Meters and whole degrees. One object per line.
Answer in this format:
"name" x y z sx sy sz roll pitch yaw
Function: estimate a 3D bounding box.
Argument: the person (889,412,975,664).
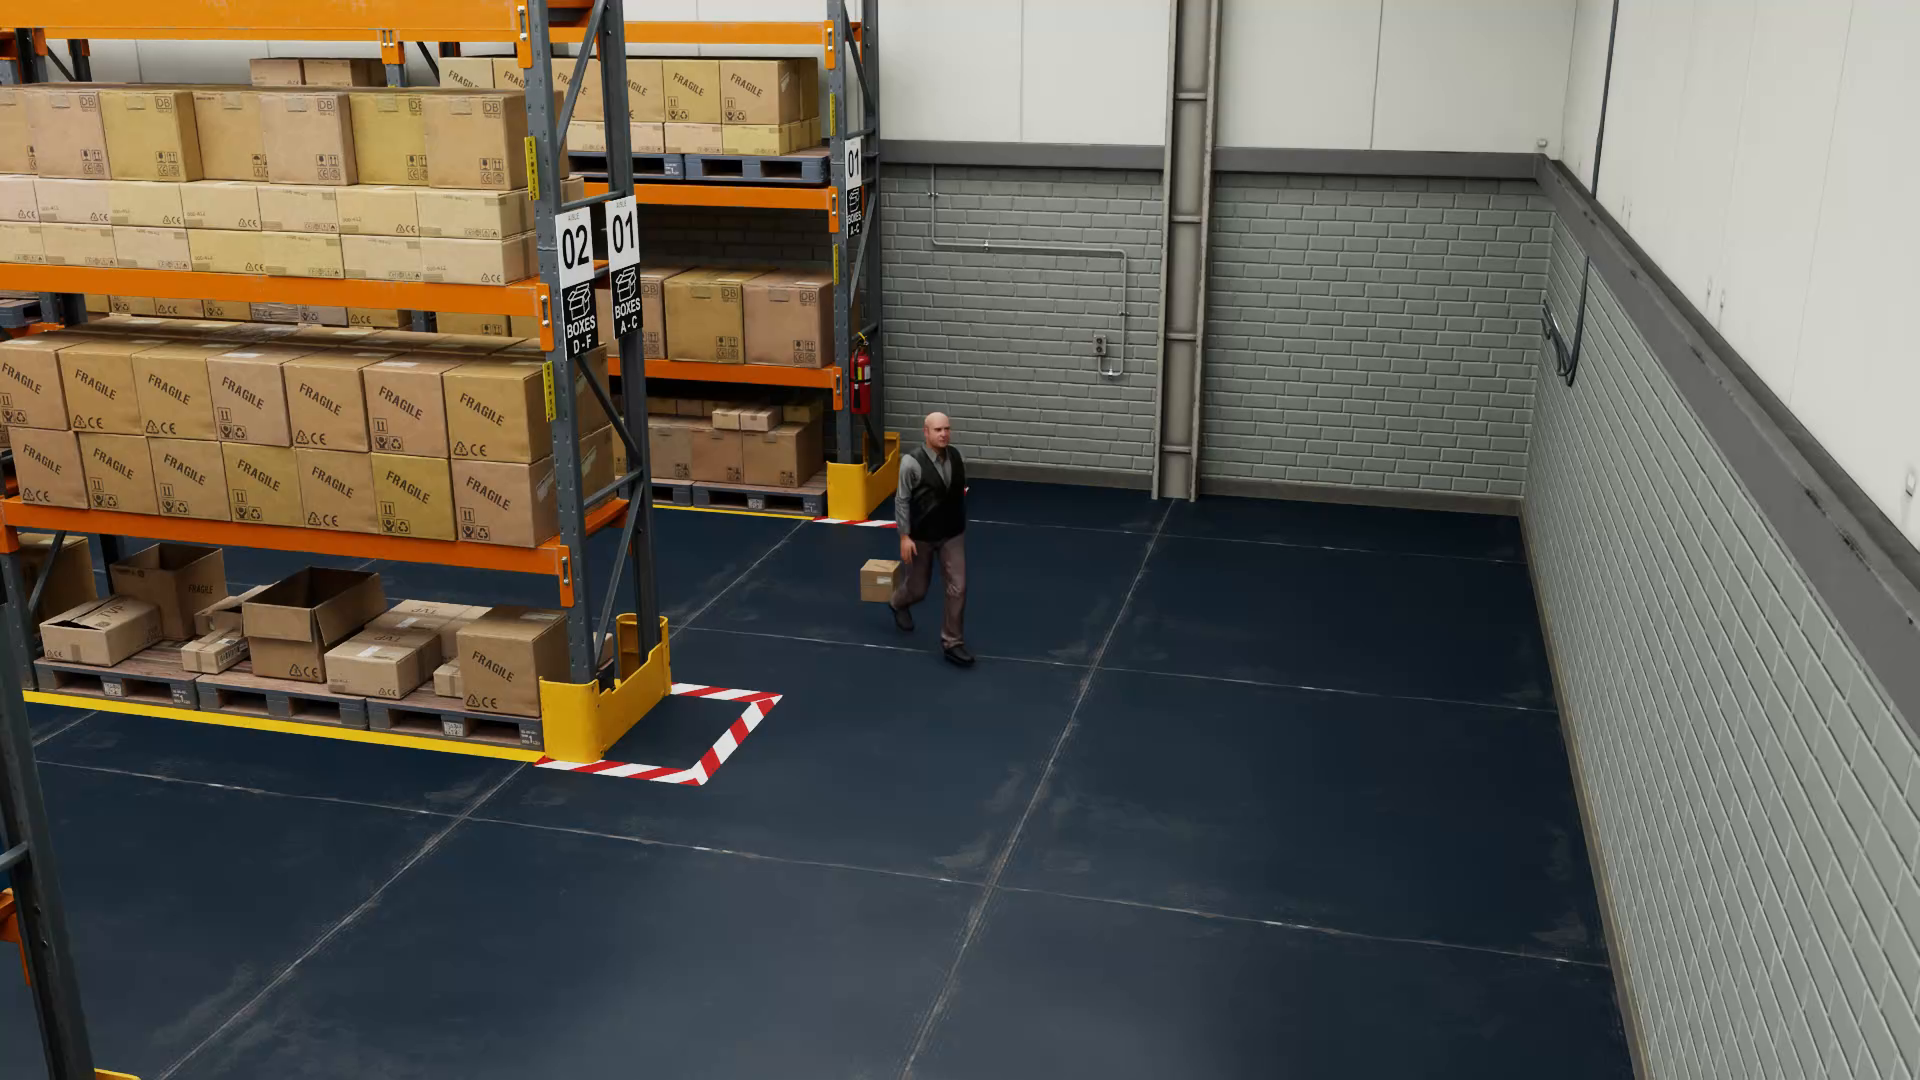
"person" -0.214 -0.050 11.245 0.552 1.692 0.921 -9 20 -27
